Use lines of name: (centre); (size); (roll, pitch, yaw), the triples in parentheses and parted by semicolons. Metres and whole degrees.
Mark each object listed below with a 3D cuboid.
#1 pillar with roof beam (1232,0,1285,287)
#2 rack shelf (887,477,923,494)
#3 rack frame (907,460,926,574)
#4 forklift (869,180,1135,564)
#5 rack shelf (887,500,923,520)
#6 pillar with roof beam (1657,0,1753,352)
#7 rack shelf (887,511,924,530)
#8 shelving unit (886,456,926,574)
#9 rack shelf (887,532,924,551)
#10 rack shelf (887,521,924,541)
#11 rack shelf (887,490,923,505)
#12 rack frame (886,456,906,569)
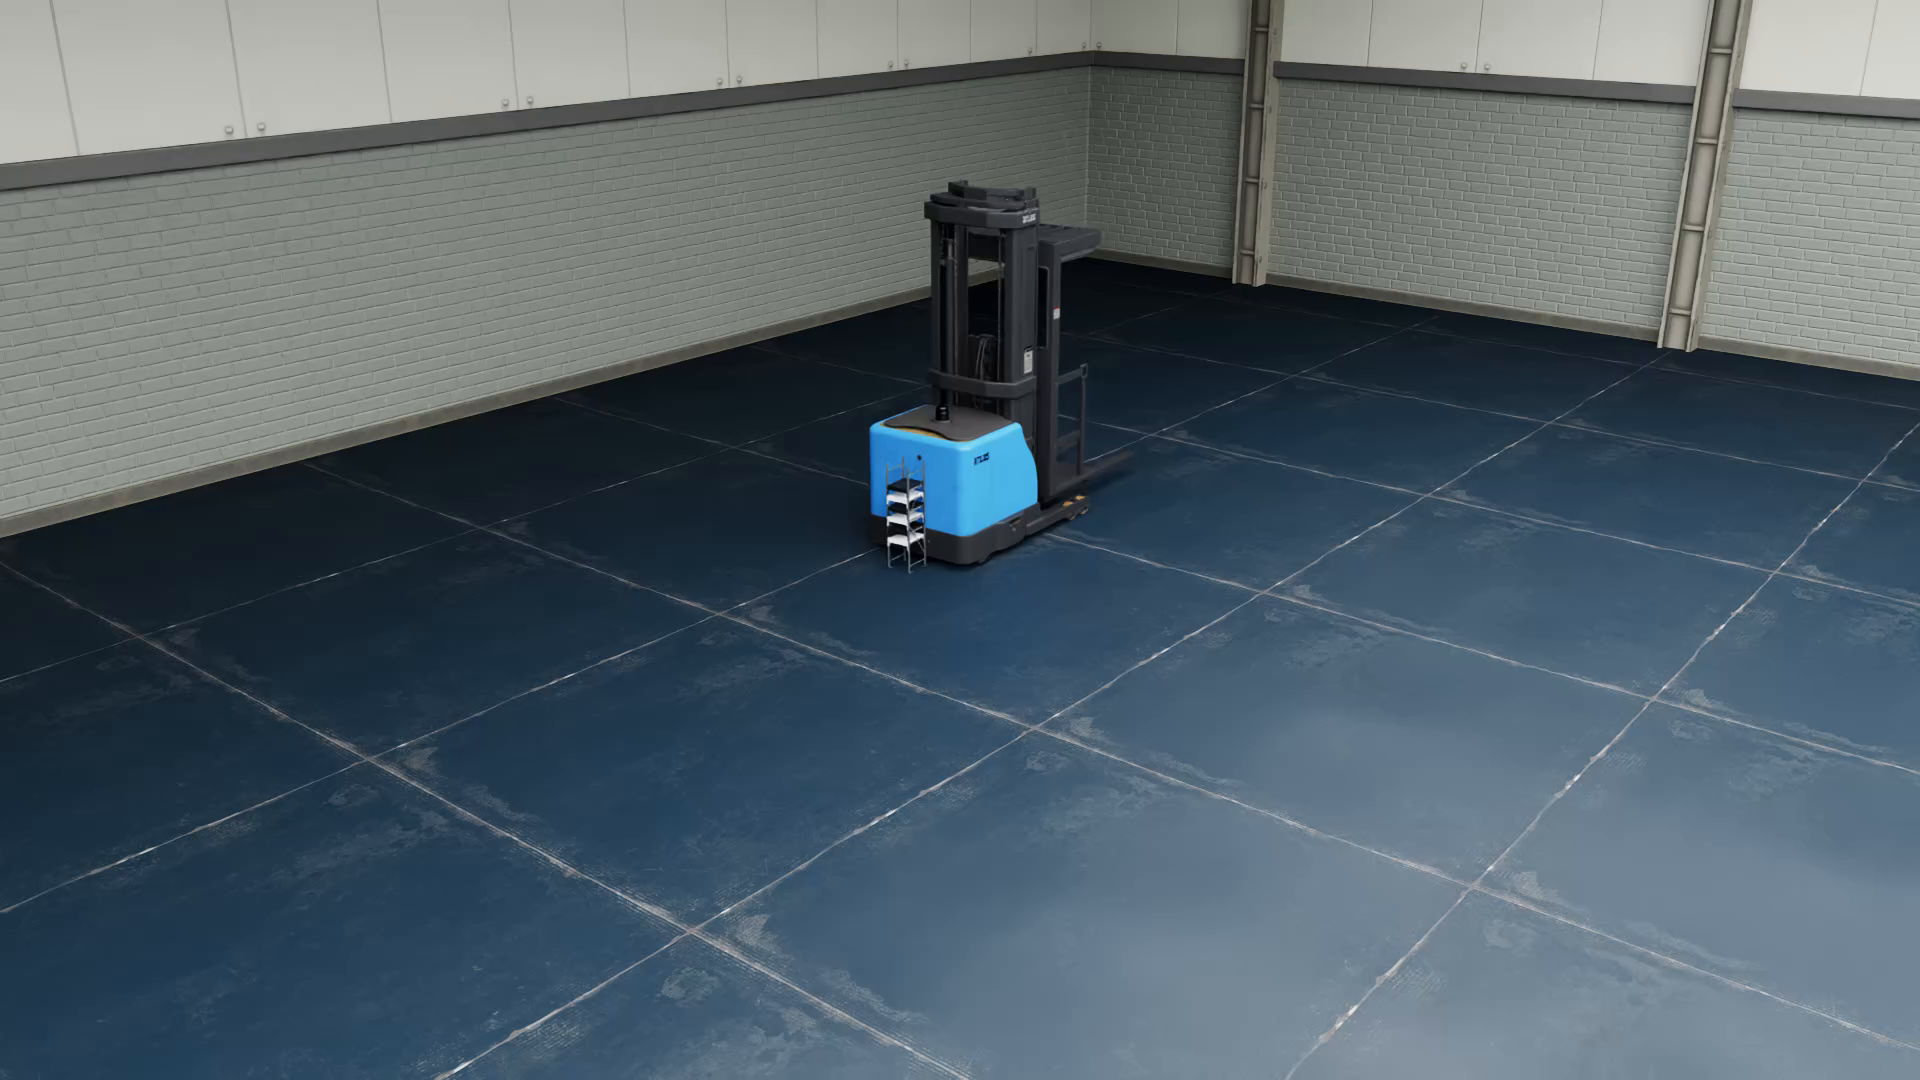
pillar with roof beam: (1.449, -6.742, 19.292); (0.400, 9.000, 9.100); (16, 26, 36)
rack shelf: (-0.433, -0.421, 13.339); (0.200, 0.077, 0.258); (14, 25, 32)
rack frame: (-0.349, -0.180, 13.369); (0.006, 0.900, 0.240); (14, 25, 32)
forklift: (0.504, -1.633, 14.346); (1.130, 2.935, 3.031); (14, 25, 33)
rack shelf: (-0.433, -0.253, 13.403); (0.200, 0.077, 0.258); (14, 25, 32)
pillar with roof beam: (6.098, -5.403, 15.742); (0.400, 9.000, 9.100); (16, 26, 36)
rack shelf: (-0.433, -0.169, 13.435); (0.200, 0.077, 0.258); (14, 25, 32)
shelving unit: (-0.433, -0.200, 13.423); (0.210, 0.900, 0.258); (14, 25, 32)
rack shelf: (-0.433, 0.000, 13.498); (0.200, 0.077, 0.258); (14, 25, 32)
rack shelf: (-0.433, -0.085, 13.467); (0.200, 0.077, 0.258); (14, 25, 32)
rack shelf: (-0.433, -0.337, 13.371); (0.200, 0.077, 0.258); (14, 25, 32)
rack frame: (-0.517, -0.220, 13.477); (0.006, 0.900, 0.240); (14, 25, 32)
